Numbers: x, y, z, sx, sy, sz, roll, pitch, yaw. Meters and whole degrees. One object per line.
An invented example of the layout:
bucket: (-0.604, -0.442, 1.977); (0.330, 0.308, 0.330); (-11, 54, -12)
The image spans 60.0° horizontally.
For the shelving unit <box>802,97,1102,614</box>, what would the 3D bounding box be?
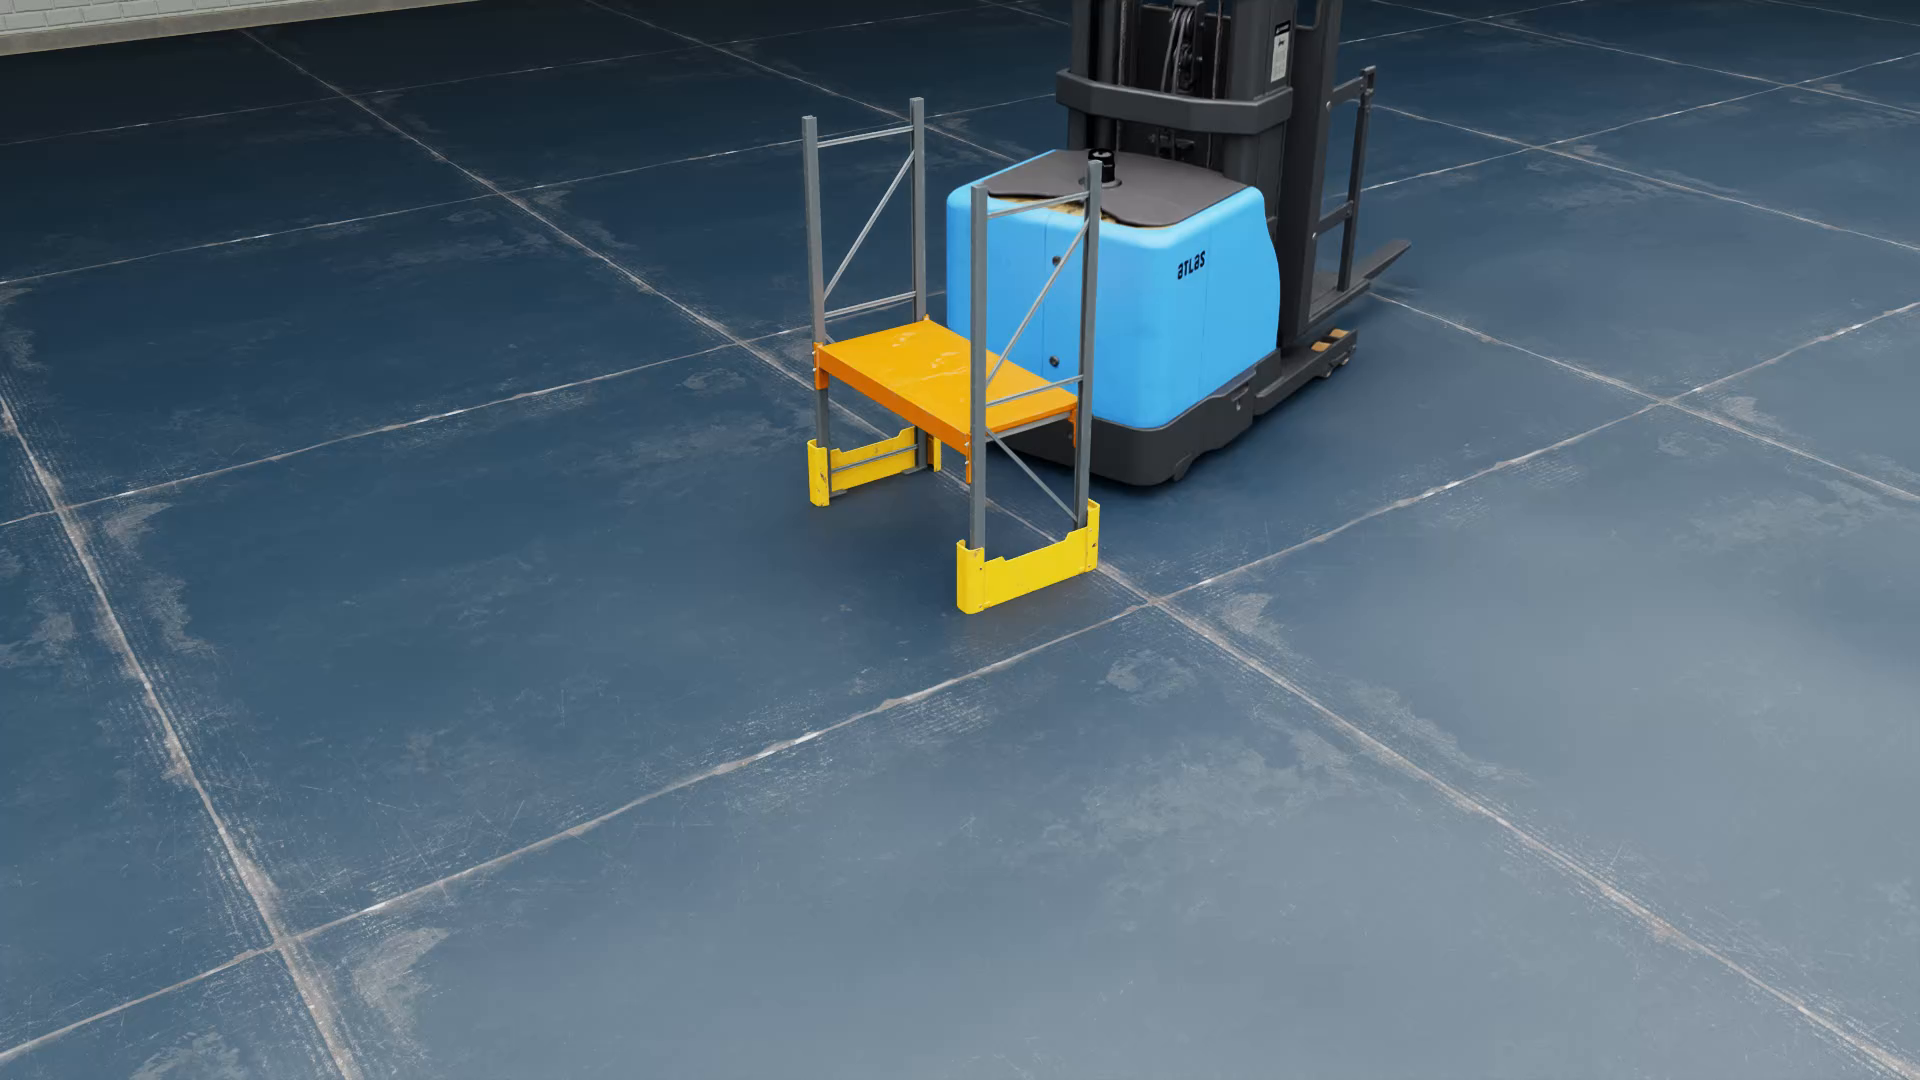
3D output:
shelving unit: (-0.044, -0.689, 5.947); (0.587, 1.500, 1.083); (-19, 34, -31)

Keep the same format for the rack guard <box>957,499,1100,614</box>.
rack guard: (0.245, 0.054, 5.888); (0.587, 0.250, 0.087); (-19, 34, -31)

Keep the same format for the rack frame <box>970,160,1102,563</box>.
rack frame: (0.245, -0.495, 5.589); (0.500, 1.500, 0.032); (-19, 34, -31)

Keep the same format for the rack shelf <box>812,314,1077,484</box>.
rack shelf: (-0.049, -0.534, 6.039); (0.538, 0.185, 1.000); (-19, 34, -31)

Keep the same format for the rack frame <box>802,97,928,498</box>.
rack frame: (-0.344, -0.890, 6.317); (0.500, 1.500, 0.032); (-19, 34, -31)

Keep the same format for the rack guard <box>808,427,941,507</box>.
rack guard: (-0.333, -0.333, 6.601); (0.587, 0.250, 0.087); (-19, 34, -31)

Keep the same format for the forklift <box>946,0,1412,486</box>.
forklift: (1.196, -2.149, 7.135); (1.130, 2.935, 3.031); (19, 34, 31)
